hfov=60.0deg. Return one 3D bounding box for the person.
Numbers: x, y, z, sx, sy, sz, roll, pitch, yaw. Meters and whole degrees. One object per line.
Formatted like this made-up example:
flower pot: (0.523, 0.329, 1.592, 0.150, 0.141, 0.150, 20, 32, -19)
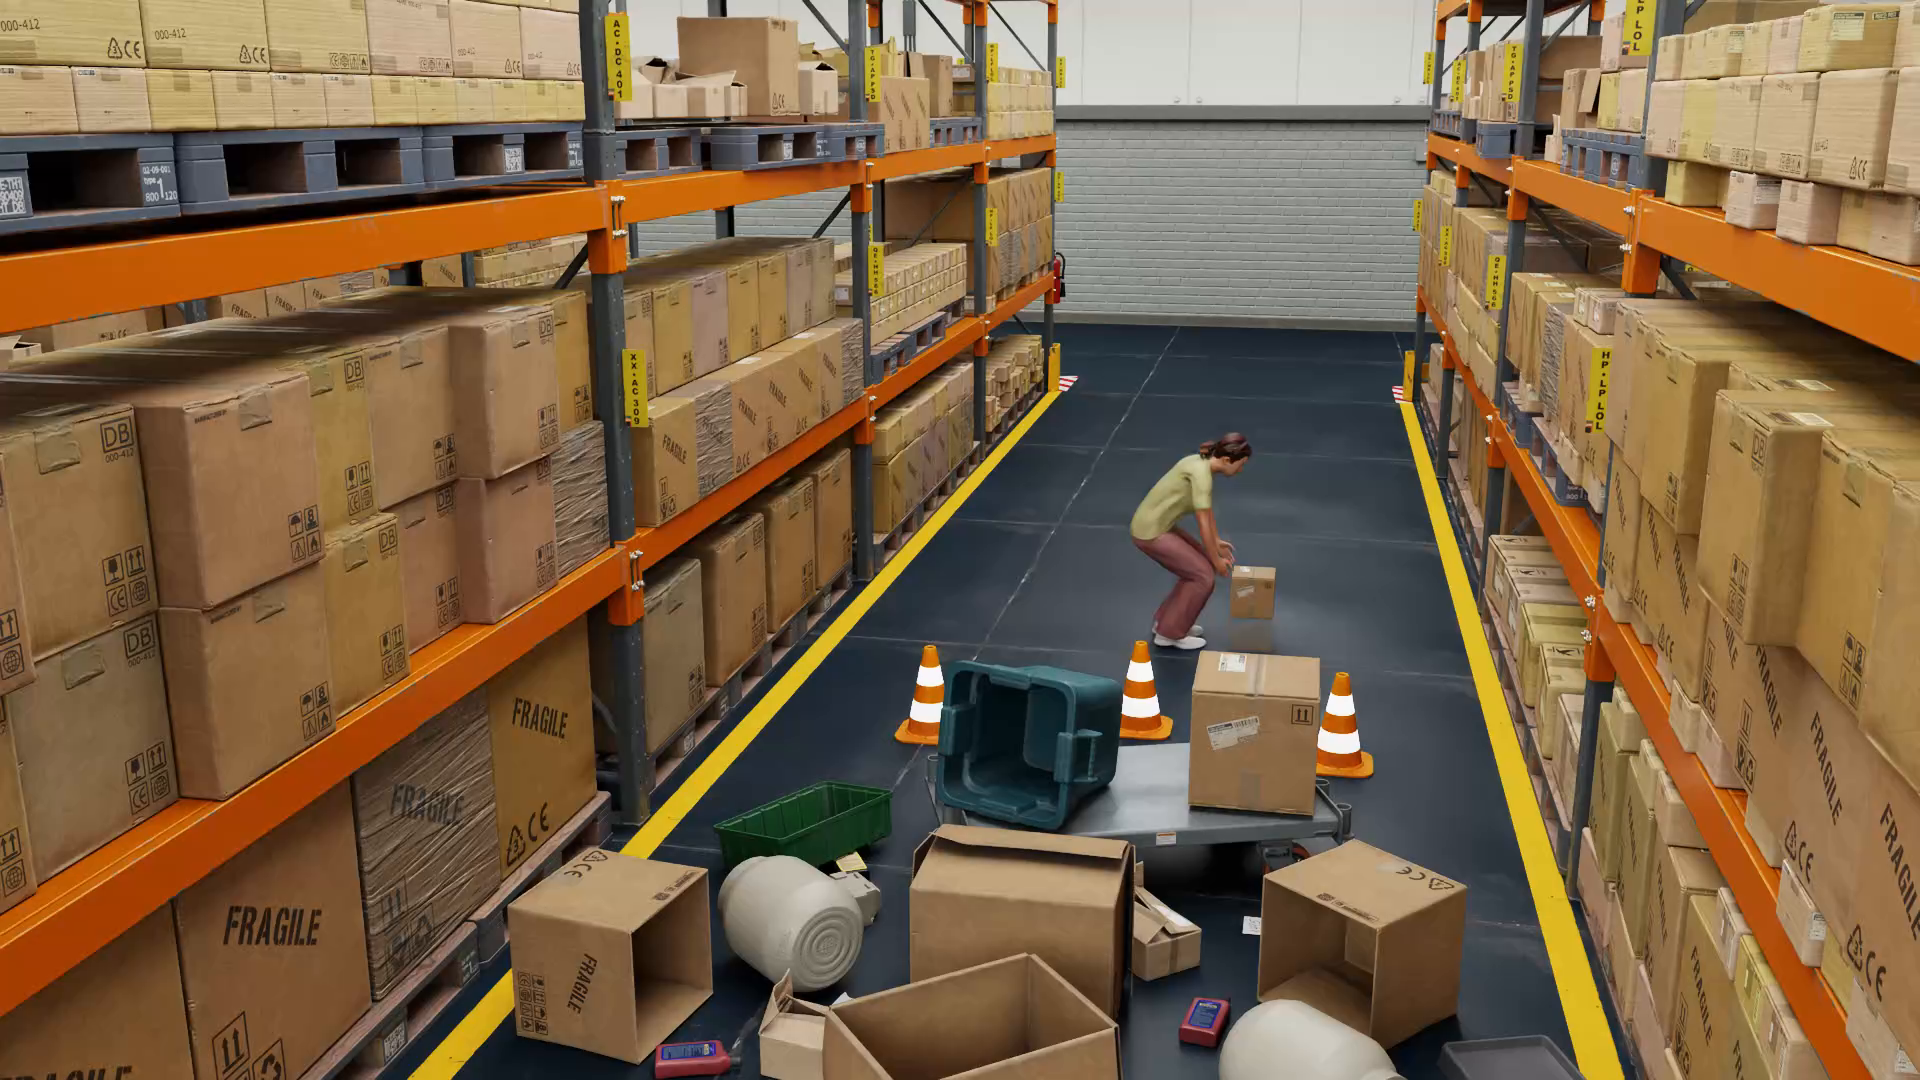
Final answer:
person: (1.360, -0.018, 9.875, 0.692, 1.278, 0.512, 3, 15, 11)
